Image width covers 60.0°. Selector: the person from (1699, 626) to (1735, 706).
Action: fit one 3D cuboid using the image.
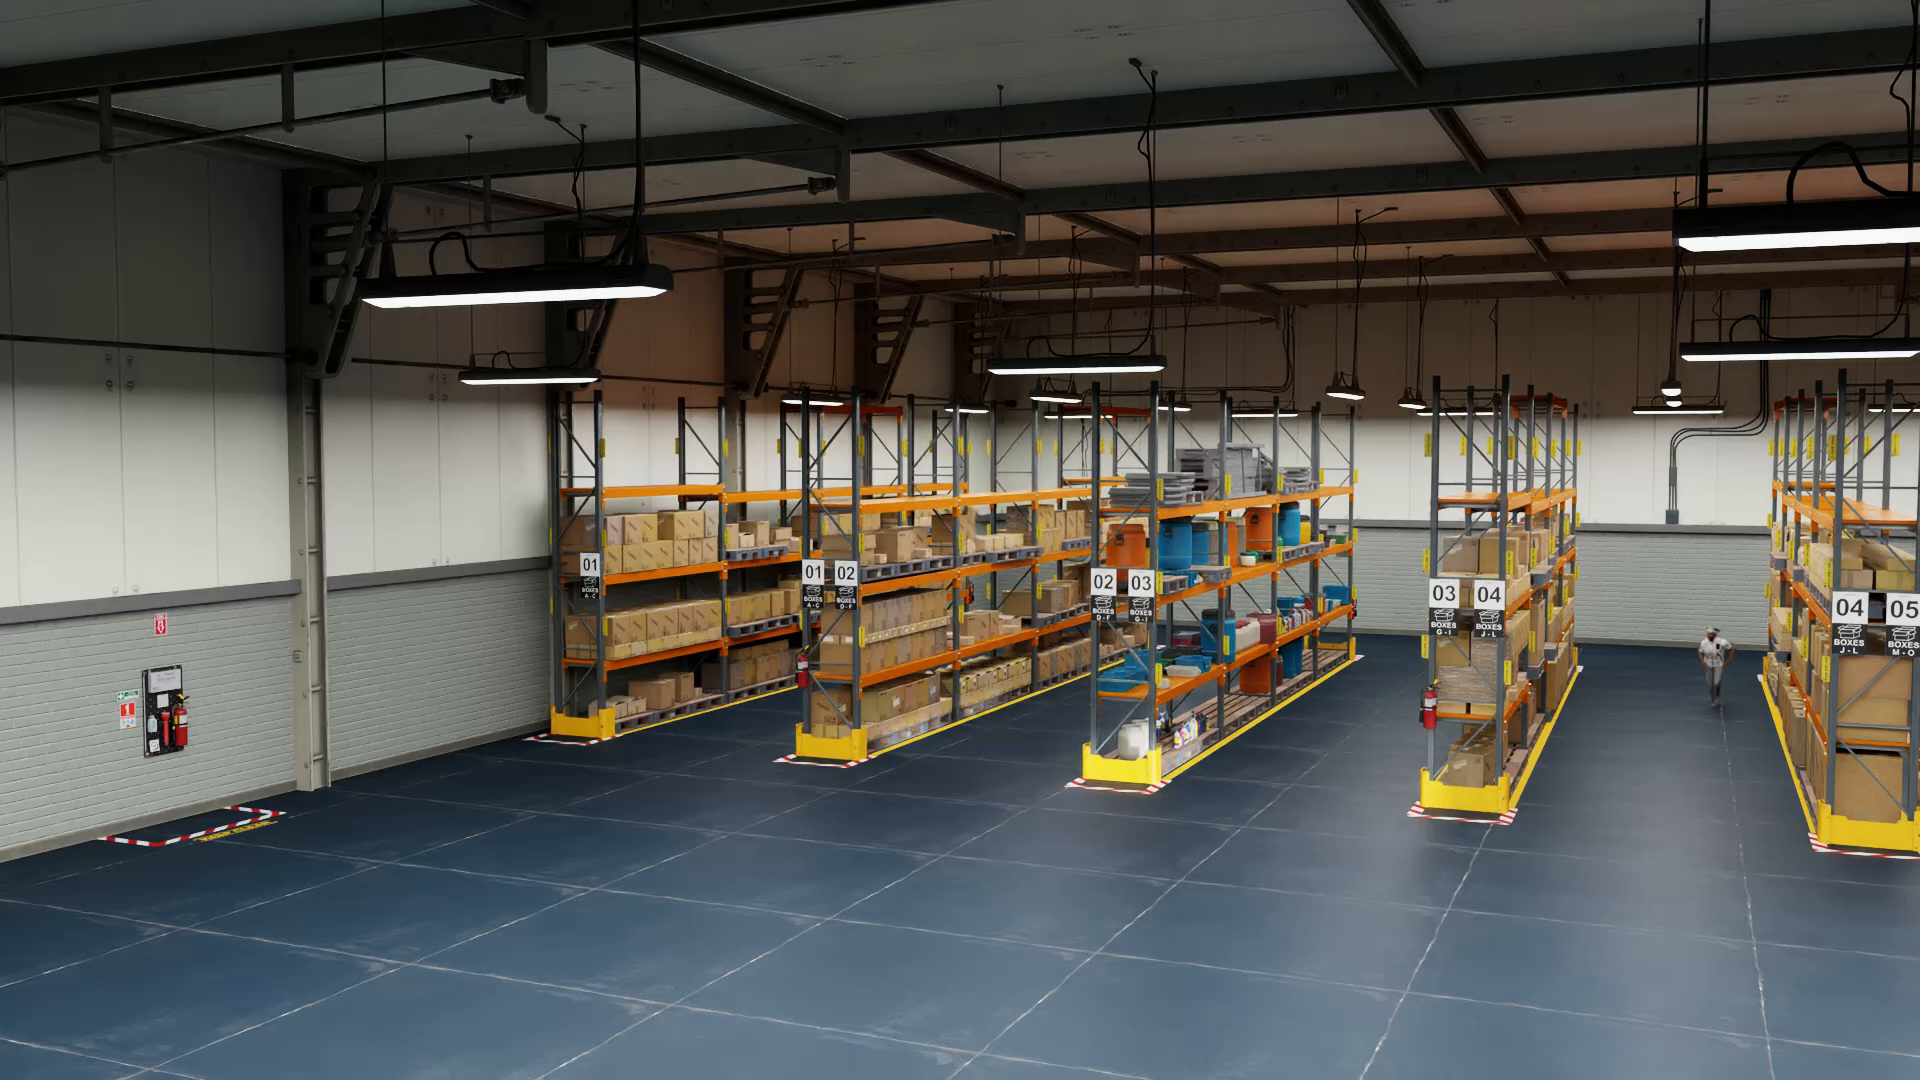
[{"bbox_3d":[14.601,2.434,32.090,0.629,1.597,0.725,2,4,33],"label":"person"}]
